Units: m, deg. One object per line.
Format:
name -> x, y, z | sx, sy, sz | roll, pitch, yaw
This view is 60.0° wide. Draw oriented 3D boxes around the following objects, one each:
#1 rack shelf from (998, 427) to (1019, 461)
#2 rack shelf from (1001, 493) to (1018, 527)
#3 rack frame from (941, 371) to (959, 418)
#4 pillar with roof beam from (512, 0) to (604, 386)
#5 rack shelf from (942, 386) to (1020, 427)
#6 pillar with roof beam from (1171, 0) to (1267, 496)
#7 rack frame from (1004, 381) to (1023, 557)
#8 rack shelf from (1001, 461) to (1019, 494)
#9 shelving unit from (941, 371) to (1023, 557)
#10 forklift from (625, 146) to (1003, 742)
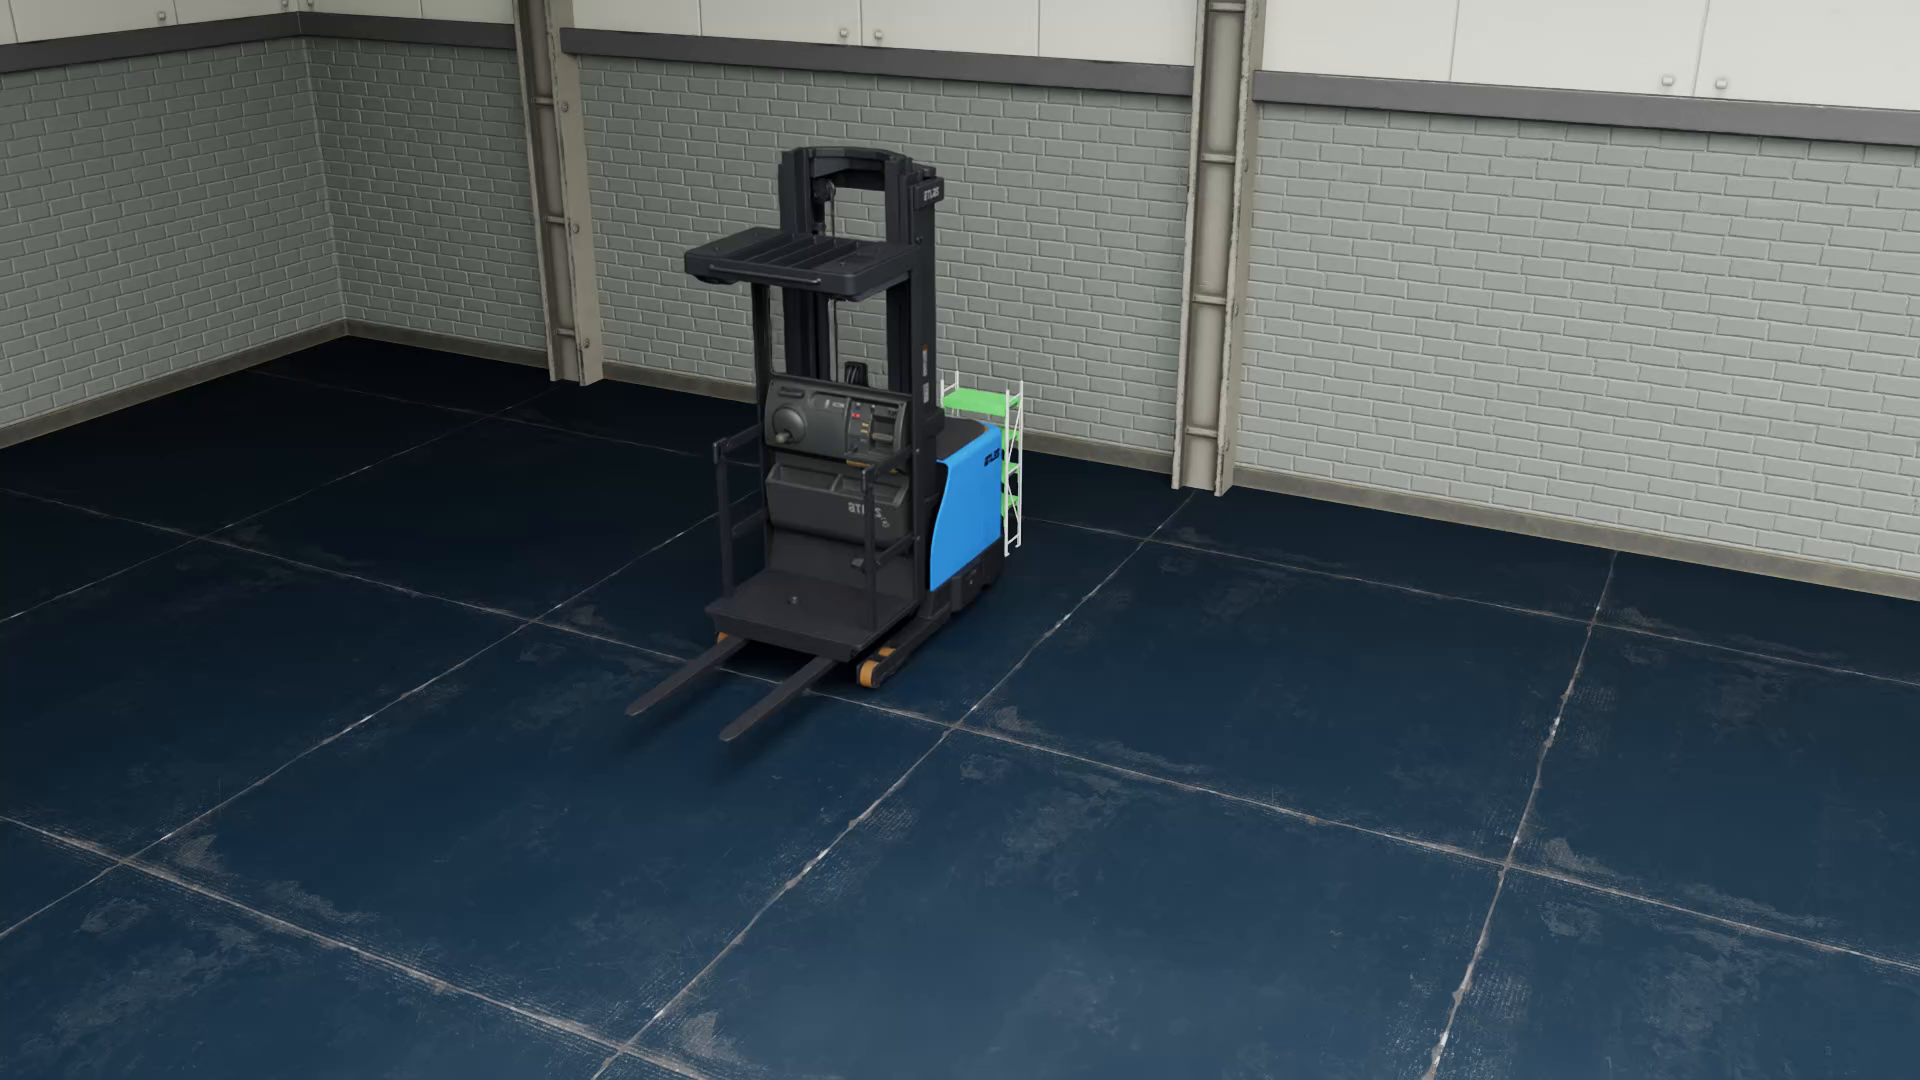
rack shelf -> 0.148, -0.685, 11.378 | 0.480, 0.148, 0.258 | 11, 25, 25
rack shelf -> 0.148, -0.243, 11.565 | 0.480, 0.148, 0.258 | 11, 25, 25
rack frame -> -0.070, -0.566, 11.548 | 0.015, 1.200, 0.240 | 11, 25, 25
pillar with roof beam -> -5.441, -4.113, 9.923 | 0.400, 9.000, 9.100 | 11, 25, 25
rack shelf -> 0.148, -0.906, 11.284 | 0.480, 0.148, 0.258 | 11, 25, 25
pillar with roof beam -> -0.087, -3.053, 7.431 | 0.400, 9.000, 9.100 | 11, 25, 25
rack frame -> 0.365, -0.480, 11.345 | 0.015, 1.200, 0.240 | 11, 25, 25
rack shelf -> 0.148, -0.464, 11.471 | 0.480, 0.148, 0.258 | 11, 25, 25
shelving unit -> 0.148, -0.523, 11.446 | 0.503, 1.200, 0.258 | 11, 25, 25
forklift -> -0.831, -0.678, 9.598 | 1.130, 2.935, 3.031 | 11, 26, 25
